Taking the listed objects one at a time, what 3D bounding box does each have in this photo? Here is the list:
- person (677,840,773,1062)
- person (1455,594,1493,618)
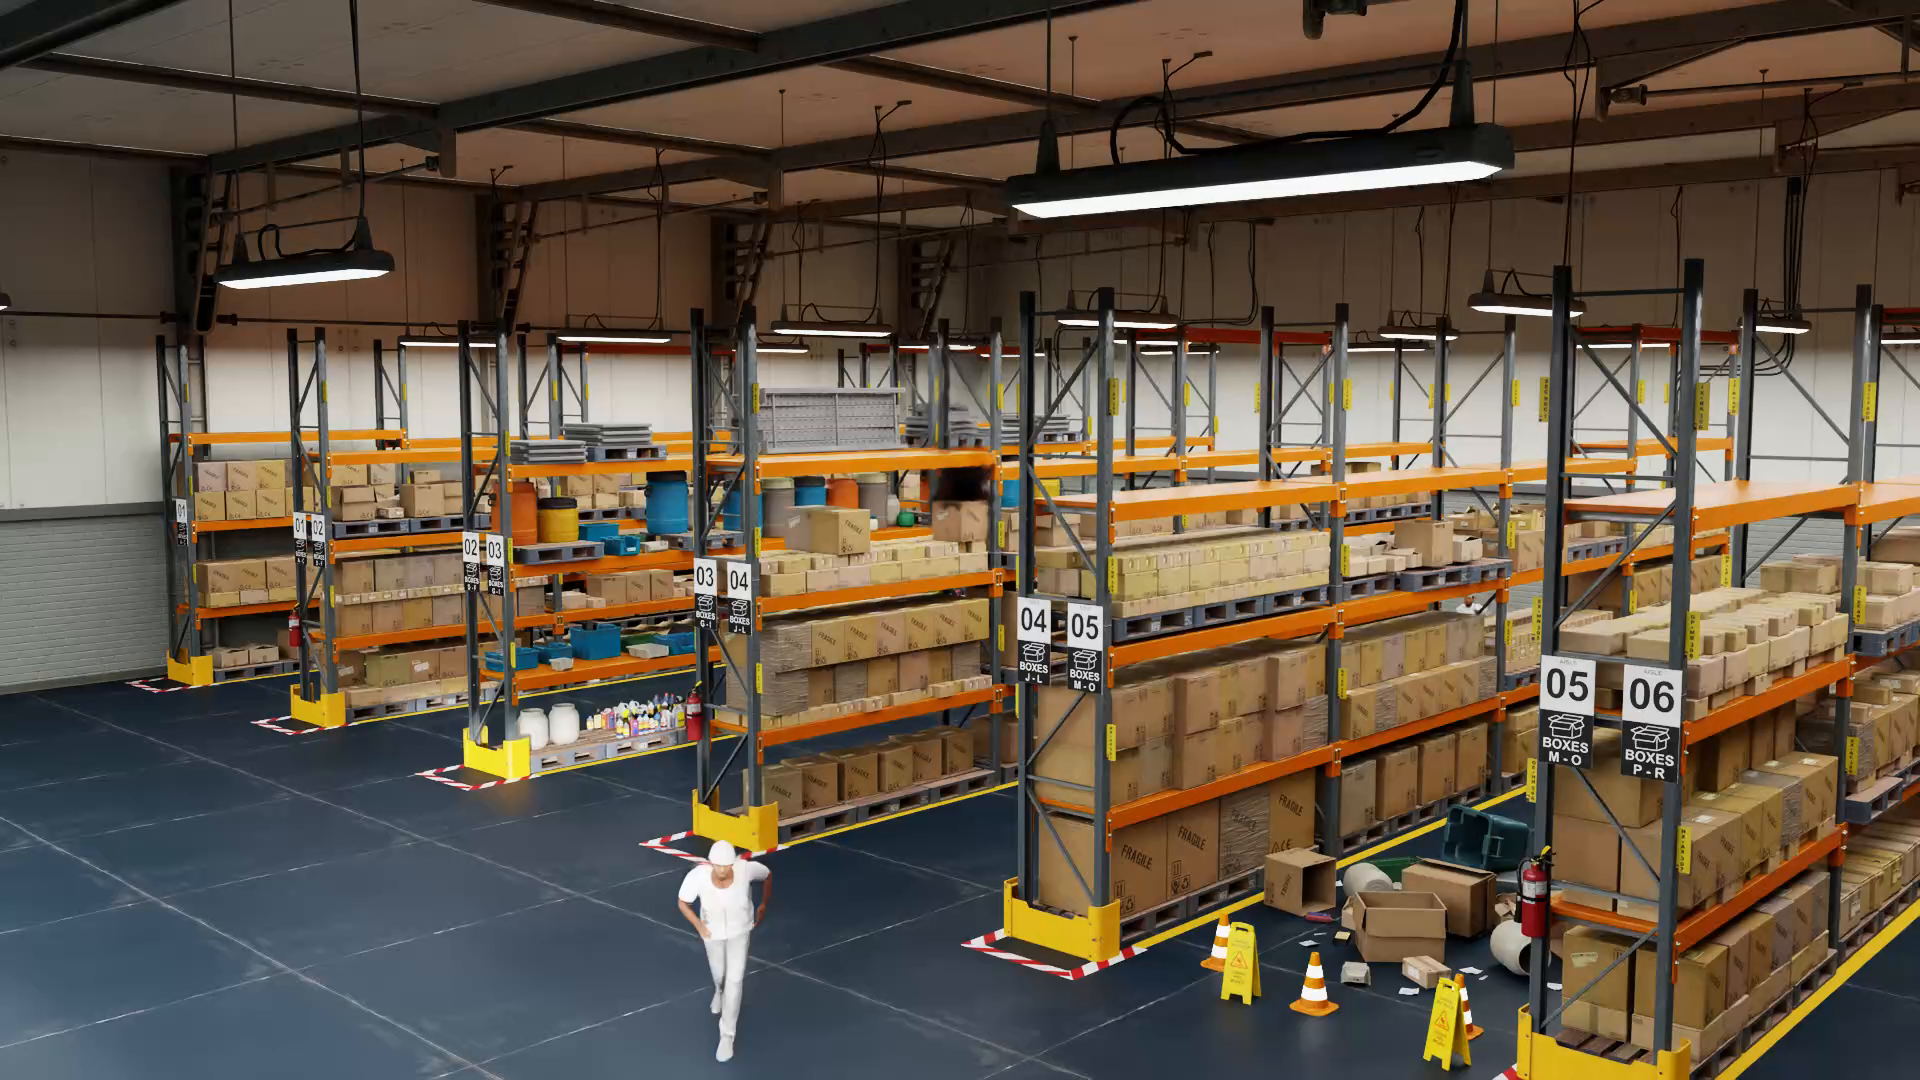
[{"bbox_3d":[-1.849,3.117,13.124,0.743,1.717,1.056,-1,5,-10],"label":"person"},{"bbox_3d":[8.646,1.697,28.203,0.587,1.710,0.753,5,7,43],"label":"person"}]
